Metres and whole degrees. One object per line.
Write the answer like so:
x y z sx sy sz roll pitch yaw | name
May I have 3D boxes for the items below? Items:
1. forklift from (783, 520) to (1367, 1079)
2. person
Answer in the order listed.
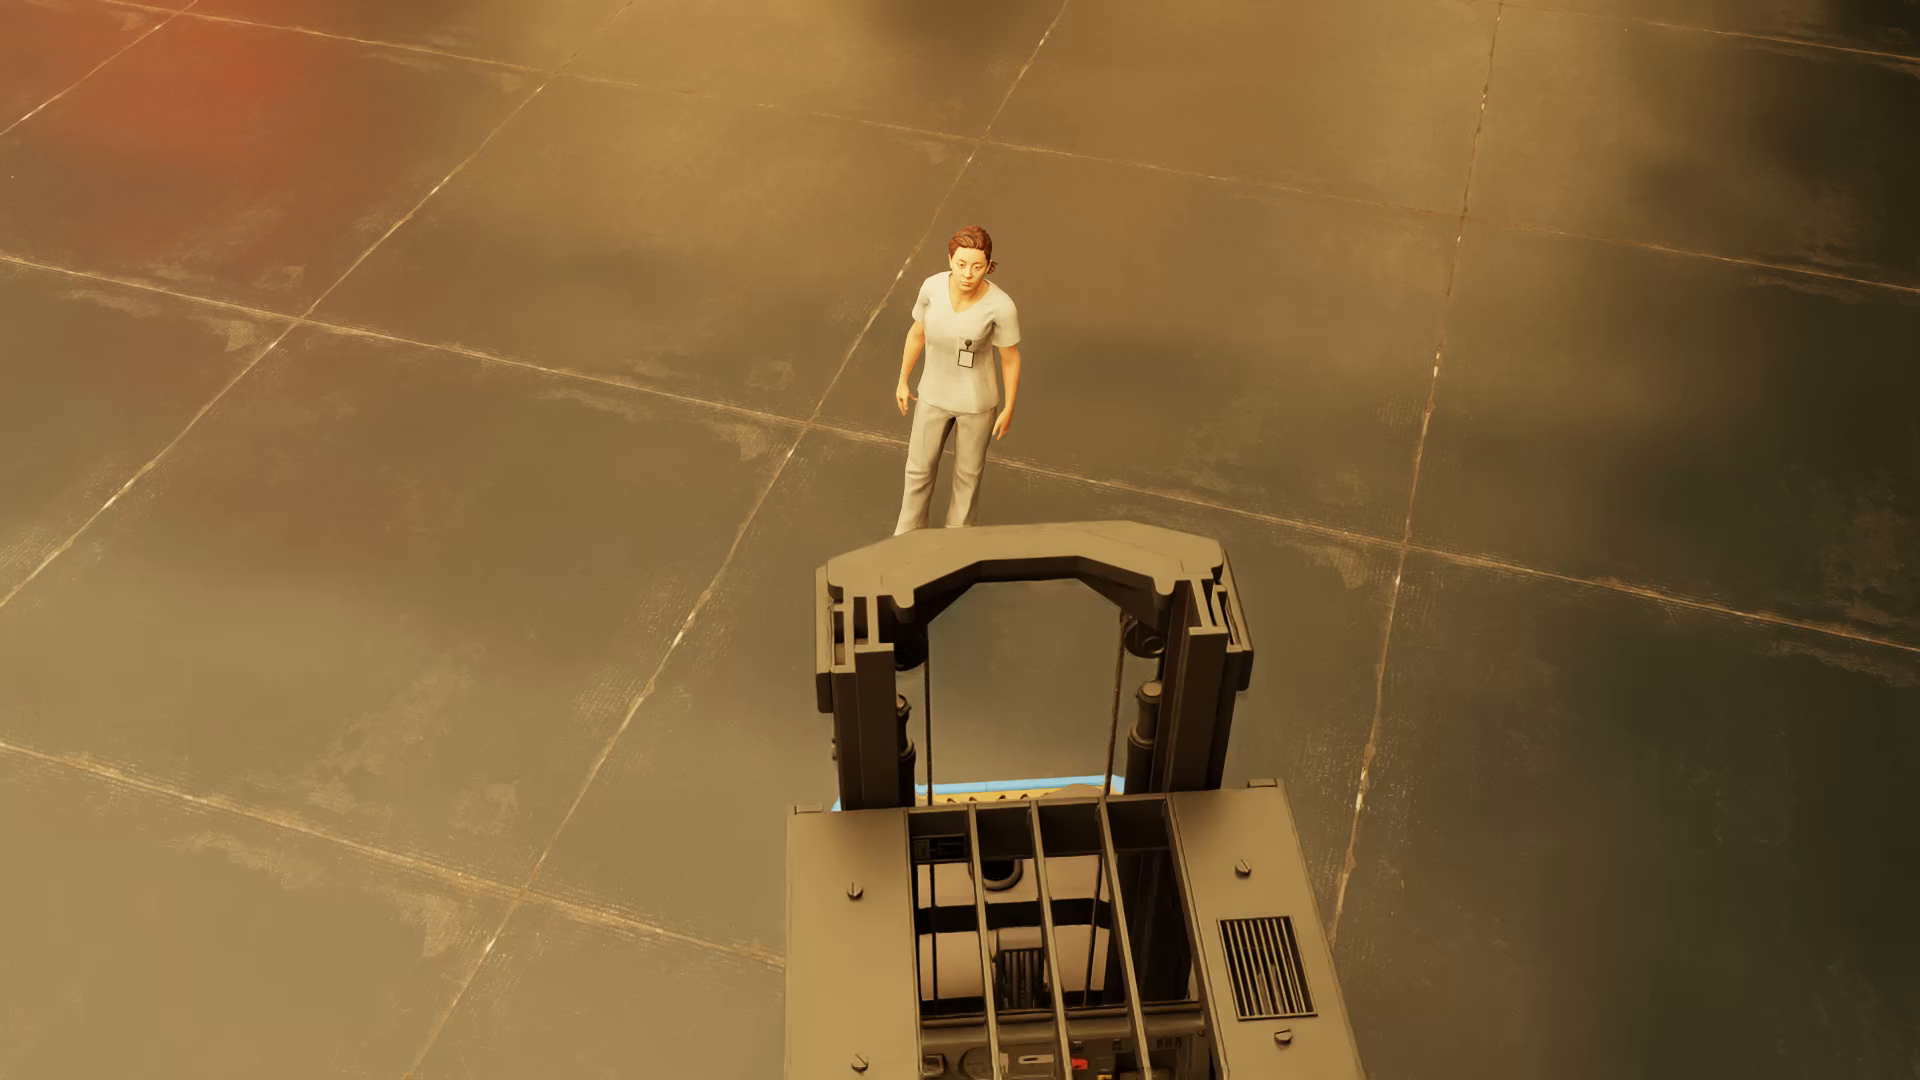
0.189 1.503 4.073 1.130 2.935 3.031 -3 43 -3 | forklift
-0.036 -0.574 7.216 0.549 1.673 0.548 12 44 13 | person
